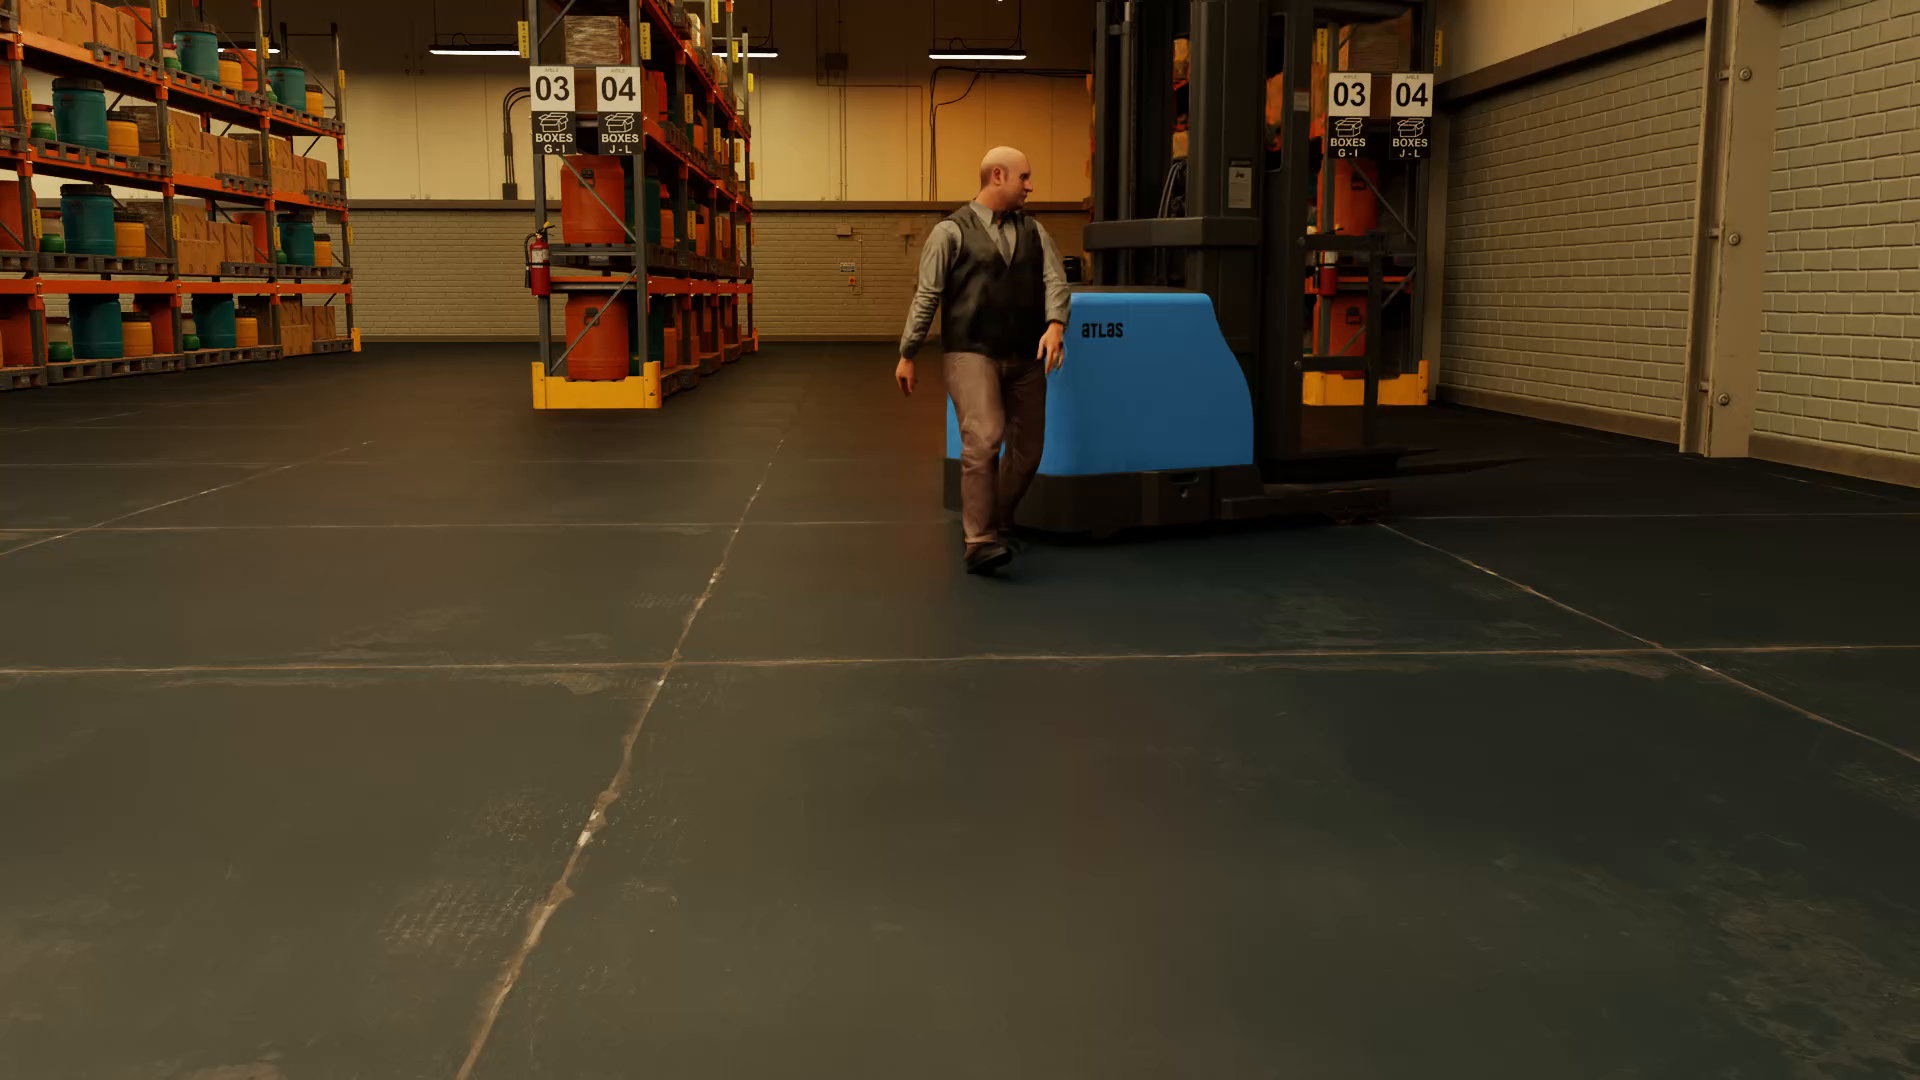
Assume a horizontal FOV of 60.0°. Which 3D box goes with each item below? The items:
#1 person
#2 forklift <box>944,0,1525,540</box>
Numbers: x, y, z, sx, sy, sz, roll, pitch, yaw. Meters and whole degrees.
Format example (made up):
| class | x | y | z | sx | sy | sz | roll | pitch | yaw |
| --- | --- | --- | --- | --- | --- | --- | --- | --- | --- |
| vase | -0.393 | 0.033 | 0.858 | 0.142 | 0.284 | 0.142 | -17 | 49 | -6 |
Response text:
| class | x | y | z | sx | sy | sz | roll | pitch | yaw |
| --- | --- | --- | --- | --- | --- | --- | --- | --- | --- |
| person | 0.107 | -0.705 | 6.537 | 0.670 | 1.656 | 0.866 | -4 | 9 | -27 |
| forklift | 1.458 | -1.582 | 7.986 | 3.031 | 2.935 | 1.130 | -5 | 10 | -30 |
